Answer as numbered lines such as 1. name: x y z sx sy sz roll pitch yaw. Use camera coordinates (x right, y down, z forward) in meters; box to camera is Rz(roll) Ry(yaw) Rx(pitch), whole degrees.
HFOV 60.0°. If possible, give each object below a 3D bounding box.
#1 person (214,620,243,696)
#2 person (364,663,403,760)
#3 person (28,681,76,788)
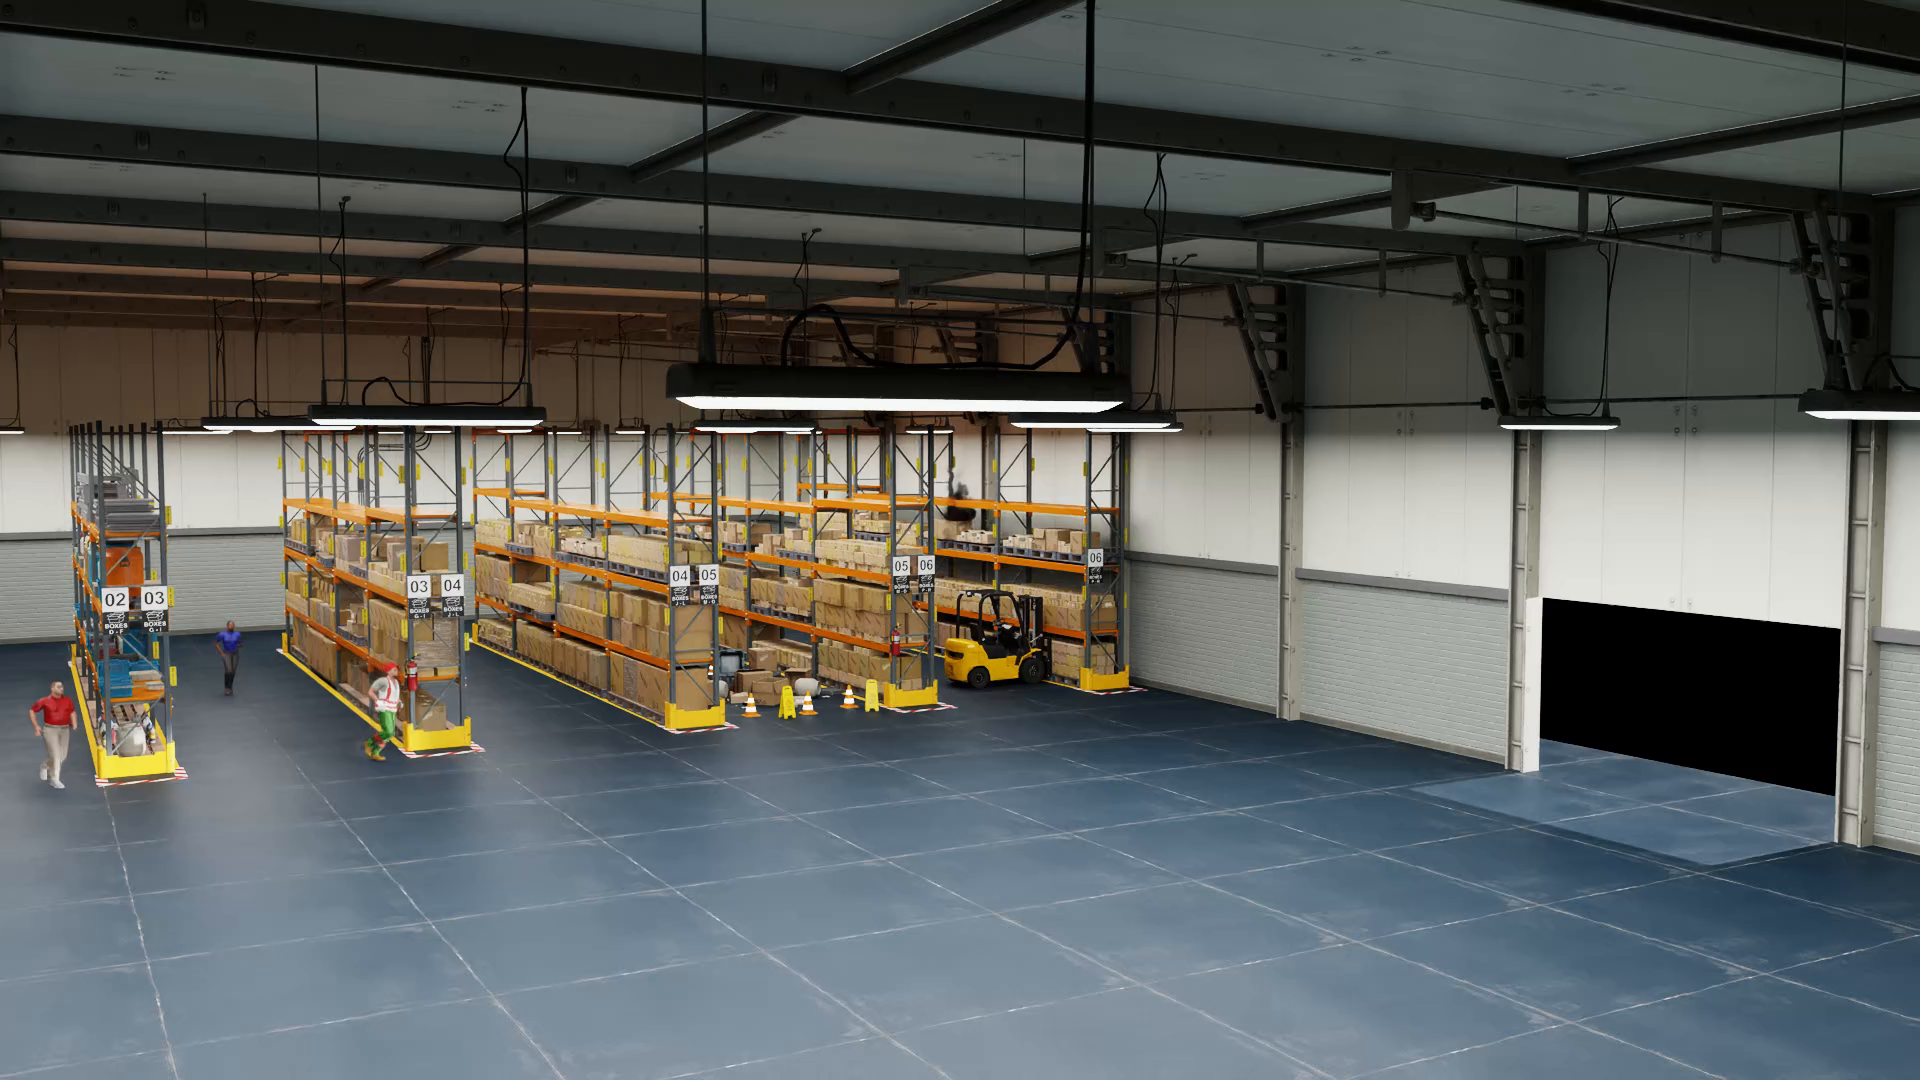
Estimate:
1. person: -16.209 2.626 36.948 0.546 1.684 0.709 -3 5 -42
2. person: -10.212 3.034 29.623 0.596 1.693 0.711 1 4 17
3. person: -14.901 3.197 27.431 0.774 1.712 0.707 2 4 33
